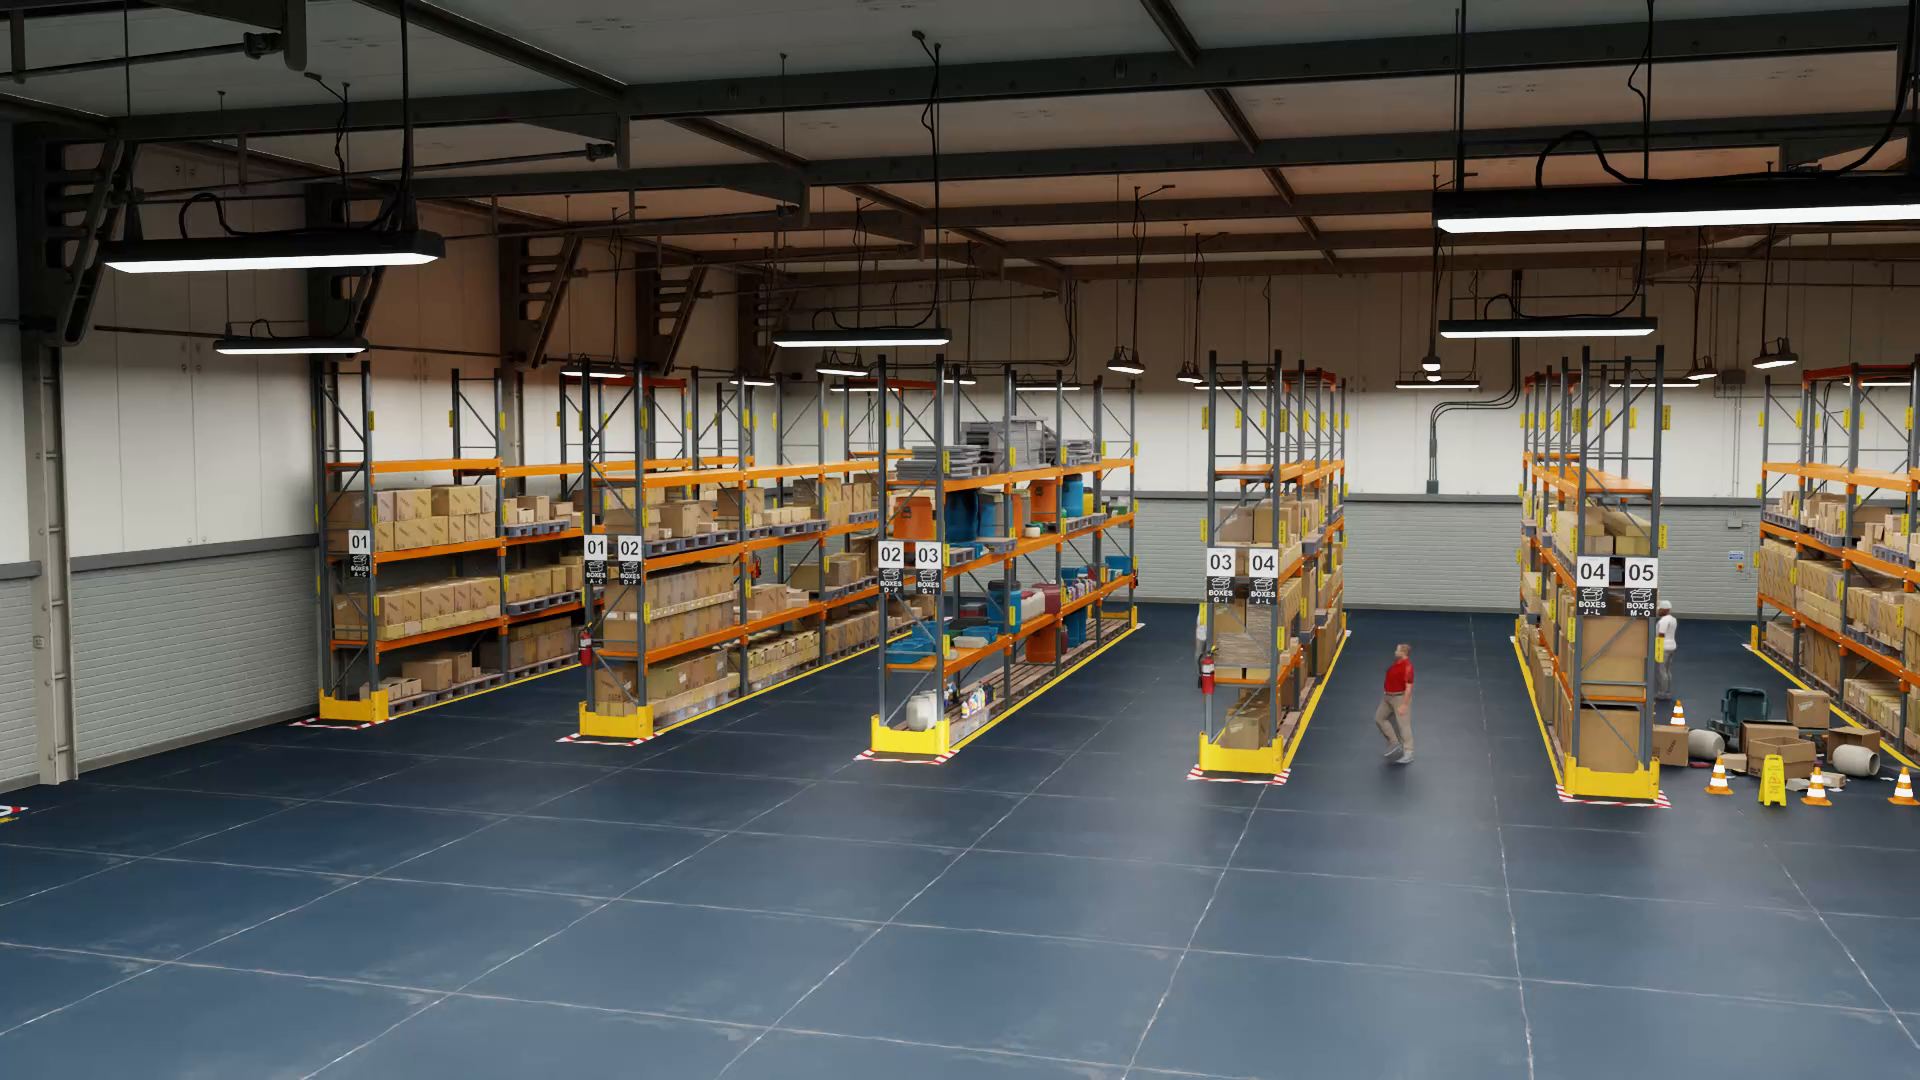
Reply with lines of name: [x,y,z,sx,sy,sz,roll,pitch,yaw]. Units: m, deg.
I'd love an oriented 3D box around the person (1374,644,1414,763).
person: [6.453,2.386,24.522,0.397,1.735,0.655,-2,4,-23]

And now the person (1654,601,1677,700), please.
person: [12.667,1.980,29.938,0.393,1.774,0.596,4,6,45]

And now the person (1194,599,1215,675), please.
person: [4.767,1.898,31.891,0.511,1.629,0.665,1,4,15]
